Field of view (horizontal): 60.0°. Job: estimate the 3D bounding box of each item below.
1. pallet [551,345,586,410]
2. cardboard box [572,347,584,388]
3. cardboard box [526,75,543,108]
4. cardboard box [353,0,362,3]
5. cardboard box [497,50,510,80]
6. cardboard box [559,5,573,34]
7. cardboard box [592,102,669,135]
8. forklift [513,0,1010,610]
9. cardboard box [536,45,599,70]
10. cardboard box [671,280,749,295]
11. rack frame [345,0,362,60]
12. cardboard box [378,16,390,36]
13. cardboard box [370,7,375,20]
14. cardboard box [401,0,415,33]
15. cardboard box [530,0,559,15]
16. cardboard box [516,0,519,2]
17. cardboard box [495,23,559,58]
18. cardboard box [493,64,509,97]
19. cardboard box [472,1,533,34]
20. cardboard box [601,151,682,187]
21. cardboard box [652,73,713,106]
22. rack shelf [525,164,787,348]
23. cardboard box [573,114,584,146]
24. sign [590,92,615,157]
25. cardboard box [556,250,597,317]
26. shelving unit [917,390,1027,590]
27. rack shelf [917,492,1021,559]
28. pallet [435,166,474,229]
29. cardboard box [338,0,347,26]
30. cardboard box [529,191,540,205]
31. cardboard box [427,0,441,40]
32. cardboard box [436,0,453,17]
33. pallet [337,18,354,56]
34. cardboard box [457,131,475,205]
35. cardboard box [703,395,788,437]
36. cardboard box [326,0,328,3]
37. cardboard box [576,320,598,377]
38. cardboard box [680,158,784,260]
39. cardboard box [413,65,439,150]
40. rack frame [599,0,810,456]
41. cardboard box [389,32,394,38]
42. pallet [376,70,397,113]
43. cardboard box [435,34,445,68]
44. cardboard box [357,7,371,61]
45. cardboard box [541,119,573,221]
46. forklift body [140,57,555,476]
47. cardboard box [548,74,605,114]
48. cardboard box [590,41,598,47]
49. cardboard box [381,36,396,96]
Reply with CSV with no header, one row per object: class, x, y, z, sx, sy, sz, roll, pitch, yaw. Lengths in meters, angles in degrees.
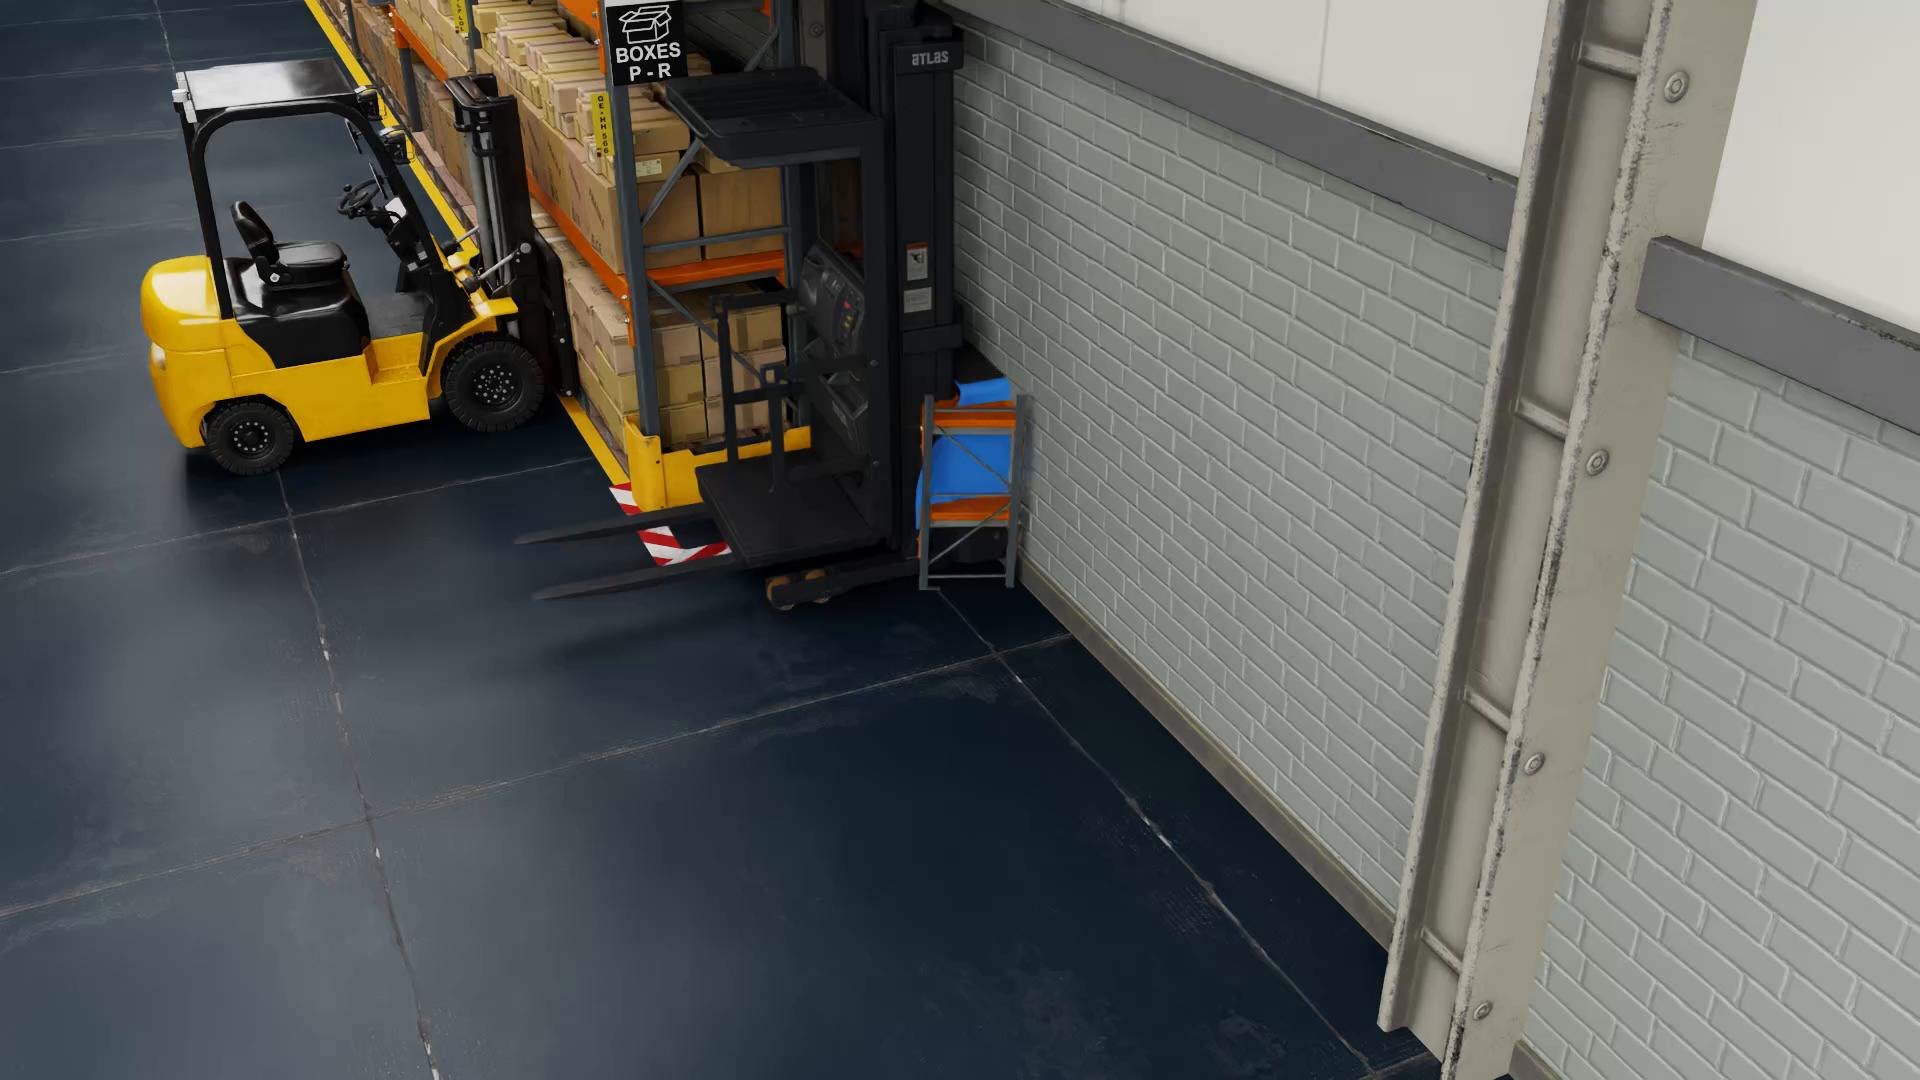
pallet,-2.228,-1.290,11.334,1.003,0.211,1.213,-13,32,-22
cardboard box,-2.241,-1.208,10.720,0.500,0.250,0.500,-13,32,-21
cardboard box,-2.515,-2.849,10.499,0.380,0.149,0.250,-14,32,-23
cardboard box,-6.580,-6.101,18.527,0.380,0.149,0.250,-12,31,-20
cardboard box,-2.872,-3.188,11.104,0.380,0.149,0.250,-12,32,-21
cardboard box,-2.579,-3.665,11.649,0.380,0.149,0.250,-14,32,-23
cardboard box,-1.821,-2.312,9.236,0.380,0.149,0.250,-13,32,-22
forklift,-0.836,-1.211,8.413,3.031,2.935,1.130,-11,31,-19
cardboard box,-2.443,-3.000,10.464,0.380,0.149,0.250,-13,32,-22
cardboard box,-1.596,-1.531,10.273,0.500,0.250,0.500,-13,32,-22
rack frame,-6.494,-6.940,18.559,1.000,3.000,0.127,-13,32,-22
cardboard box,-5.762,-5.305,17.107,0.380,0.149,0.250,-15,32,-24
cardboard box,-6.068,-5.648,17.718,0.380,0.149,0.250,-13,32,-22
cardboard box,-4.596,-4.637,14.605,0.500,0.250,0.500,-14,32,-23
cardboard box,-3.017,-3.933,12.431,0.380,0.149,0.250,-14,32,-23
cardboard box,-3.319,-4.281,13.052,0.380,0.149,0.250,-13,32,-22
cardboard box,-2.862,-3.316,11.028,0.380,0.149,0.250,-12,32,-21
cardboard box,-2.866,-2.972,11.381,0.500,0.500,0.500,-13,32,-21
cardboard box,-3.191,-3.659,11.639,0.380,0.149,0.250,-12,32,-21
cardboard box,-1.744,-2.060,9.091,0.380,0.149,0.250,-13,32,-21
cardboard box,-1.594,-2.637,9.817,0.380,0.149,0.250,-13,32,-22
rack shelf,-2.201,-2.209,10.857,1.077,0.370,4.000,-13,32,-22
cardboard box,-2.033,-2.406,9.708,0.380,0.149,0.250,-13,32,-22
sign,-1.838,-2.139,8.572,0.100,0.325,0.005,-13,32,-22
cardboard box,-2.272,-1.642,10.471,0.500,0.250,0.500,-13,32,-21
shelving unit,0.016,-0.486,8.948,0.538,1.125,1.048,0,30,-5
rack shelf,0.007,-0.275,9.071,0.538,0.278,1.000,0,30,-5
pallet,-3.939,-3.046,14.467,1.003,0.211,1.213,-13,32,-22
cardboard box,-7.152,-6.272,19.735,0.396,0.266,0.258,-12,31,-20
cardboard box,-2.925,-2.318,11.677,0.500,0.250,0.500,-13,32,-22
cardboard box,-3.943,-4.174,13.270,0.500,0.250,0.500,-12,32,-21
cardboard box,-3.824,-4.154,12.826,0.380,0.149,0.250,-14,32,-24
pallet,-6.788,-6.027,19.782,1.003,0.211,1.213,-13,32,-22
cardboard box,-3.620,-3.126,13.756,0.875,0.625,0.625,-13,32,-22
cardboard box,-1.377,-0.881,10.136,0.500,0.250,0.500,-13,32,-22
cardboard box,-7.702,-7.124,21.013,0.700,0.500,0.500,-12,31,-20
cardboard box,-2.039,-1.214,10.219,0.500,0.250,0.500,-13,32,-22
cardboard box,-1.304,-1.960,9.576,0.500,0.500,0.500,-12,31,-20
cardboard box,-4.521,-4.042,15.390,0.875,0.625,0.625,-12,31,-20
rack frame,-1.342,-1.639,9.106,1.000,3.000,0.127,-13,32,-22
cardboard box,-5.436,-4.953,16.480,0.380,0.149,0.250,-14,32,-24
pallet,-5.583,-4.832,17.652,1.003,0.211,1.213,-13,32,-22
cardboard box,-3.919,-3.955,13.389,0.500,0.250,0.500,-13,32,-22
cardboard box,-6.252,-5.539,18.187,0.500,0.500,0.500,-14,32,-23
cardboard box,-2.226,-2.302,10.186,0.500,0.500,0.500,-14,32,-23
forklift body,-3.804,-1.723,10.124,2.313,2.155,1.214,-13,32,-22
cardboard box,-2.209,-2.639,9.819,0.380,0.149,0.250,-12,32,-21
cardboard box,-2.299,-3.316,11.331,0.380,0.149,0.250,-13,32,-22
cardboard box,-5.585,-4.861,16.979,0.500,0.500,0.500,-12,31,-20
